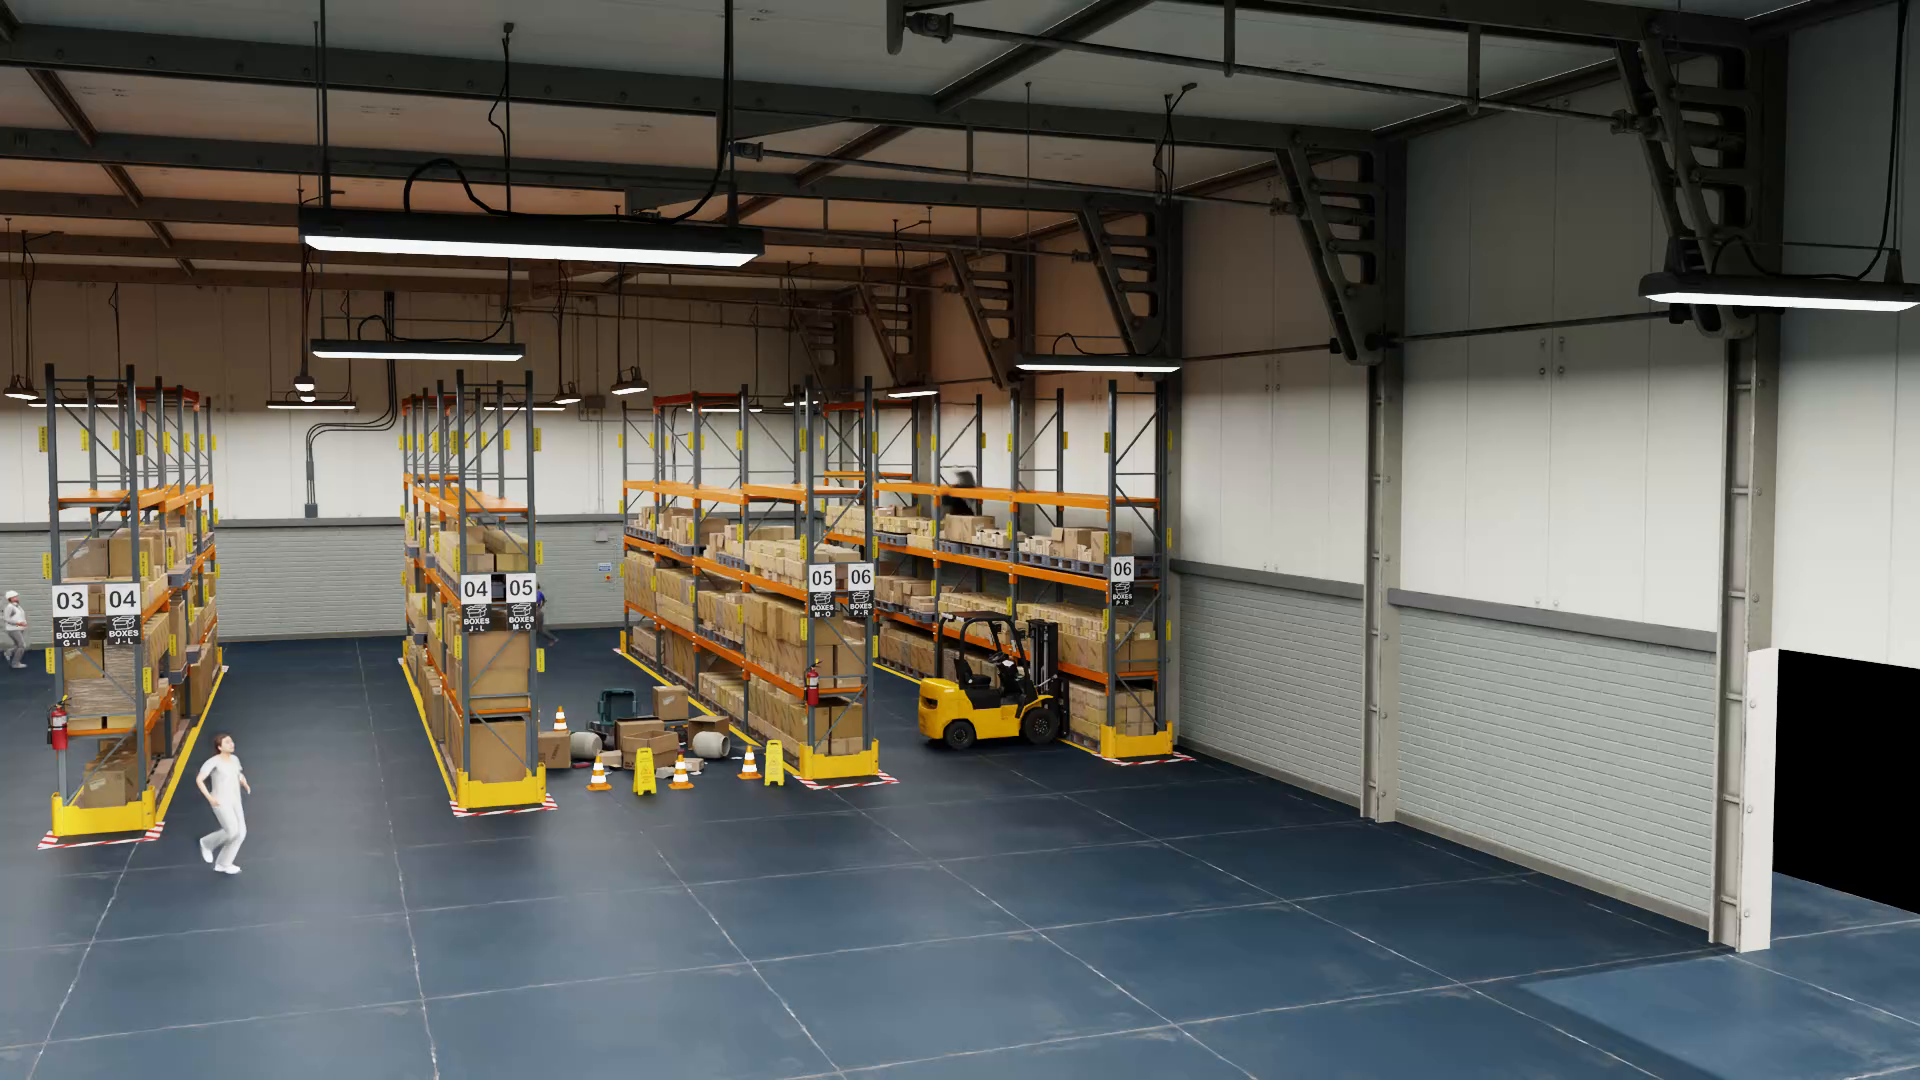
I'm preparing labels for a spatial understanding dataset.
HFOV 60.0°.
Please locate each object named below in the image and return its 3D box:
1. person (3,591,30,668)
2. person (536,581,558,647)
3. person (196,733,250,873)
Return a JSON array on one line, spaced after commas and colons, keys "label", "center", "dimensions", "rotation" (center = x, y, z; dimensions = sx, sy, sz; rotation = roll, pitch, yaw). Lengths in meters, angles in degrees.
[{"label": "person", "center": [-20.963, 1.982, 36.916], "dimensions": [0.606, 1.722, 0.656], "rotation": [-1, 3, -11]}, {"label": "person", "center": [-10.121, 1.837, 40.081], "dimensions": [0.813, 1.694, 0.573], "rotation": [-1, 3, -15]}, {"label": "person", "center": [-8.549, 3.060, 19.351], "dimensions": [0.547, 1.624, 0.611], "rotation": [1, 4, 22]}]
